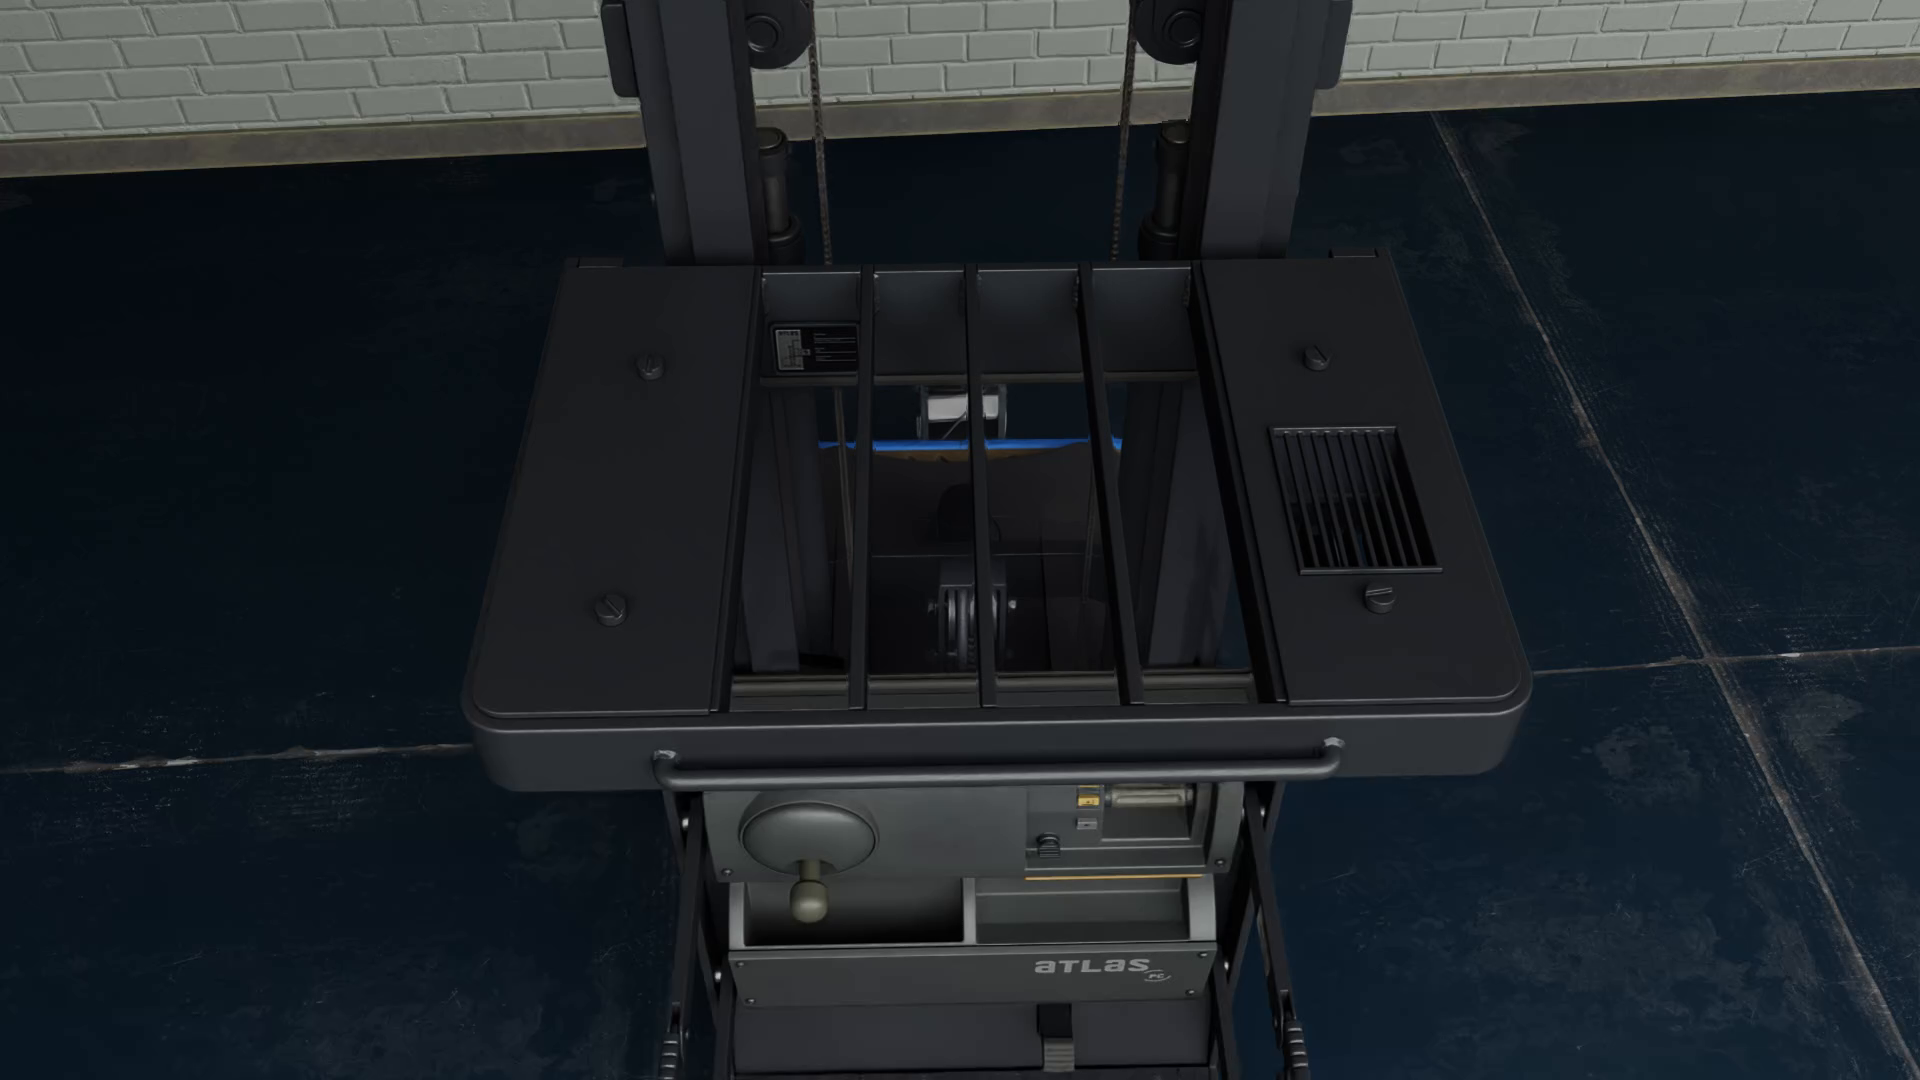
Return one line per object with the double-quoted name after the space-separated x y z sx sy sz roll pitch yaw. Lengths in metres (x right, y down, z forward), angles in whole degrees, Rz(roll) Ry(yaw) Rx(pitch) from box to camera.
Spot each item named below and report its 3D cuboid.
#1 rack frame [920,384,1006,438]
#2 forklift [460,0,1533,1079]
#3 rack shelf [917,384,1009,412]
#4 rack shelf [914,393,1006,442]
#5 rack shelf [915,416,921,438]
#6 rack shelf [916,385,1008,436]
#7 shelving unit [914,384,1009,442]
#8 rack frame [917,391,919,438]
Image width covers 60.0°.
0.009 -0.230 4.848 0.240 0.900 0.006 -3 47 -3 "rack frame"
0.031 0.551 2.709 1.130 2.935 3.031 -1 47 -1 "forklift"
0.001 -0.466 4.746 0.258 0.077 0.200 -3 47 -3 "rack shelf"
0.001 -0.343 4.877 0.258 0.077 0.200 -3 47 -3 "rack shelf"
0.001 -0.281 4.942 0.258 0.077 0.200 -3 47 -3 "rack shelf"
0.001 -0.404 4.811 0.258 0.077 0.200 -3 47 -3 "rack shelf"
0.001 -0.304 4.918 0.258 0.900 0.210 -3 47 -3 "shelving unit"
-0.008 -0.377 4.987 0.240 0.900 0.006 -3 47 -3 "rack frame"
